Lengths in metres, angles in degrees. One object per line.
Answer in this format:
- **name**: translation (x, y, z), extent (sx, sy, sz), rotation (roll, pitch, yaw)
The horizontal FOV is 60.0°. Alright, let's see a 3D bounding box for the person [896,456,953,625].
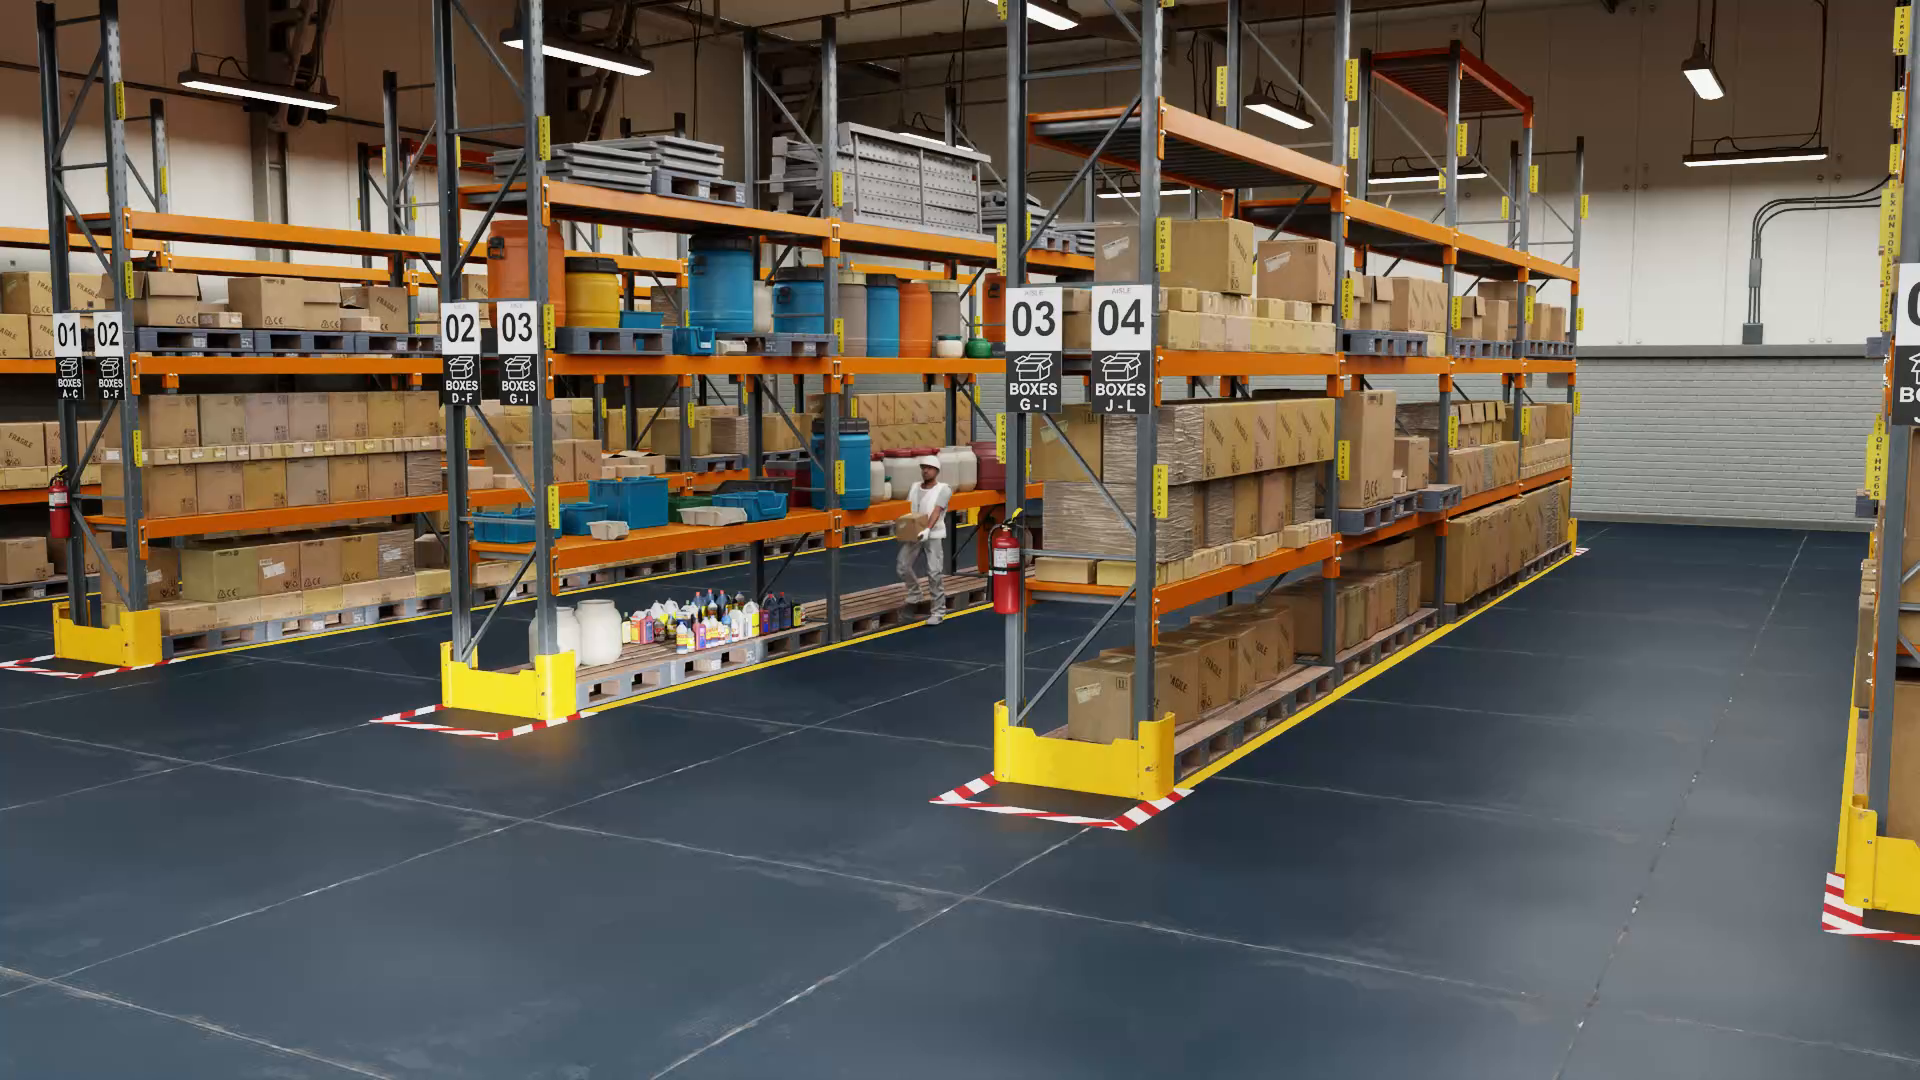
- **person**: translation (-0.397, 0.009, 17.502), extent (0.487, 1.778, 0.584), rotation (3, 7, 29)
